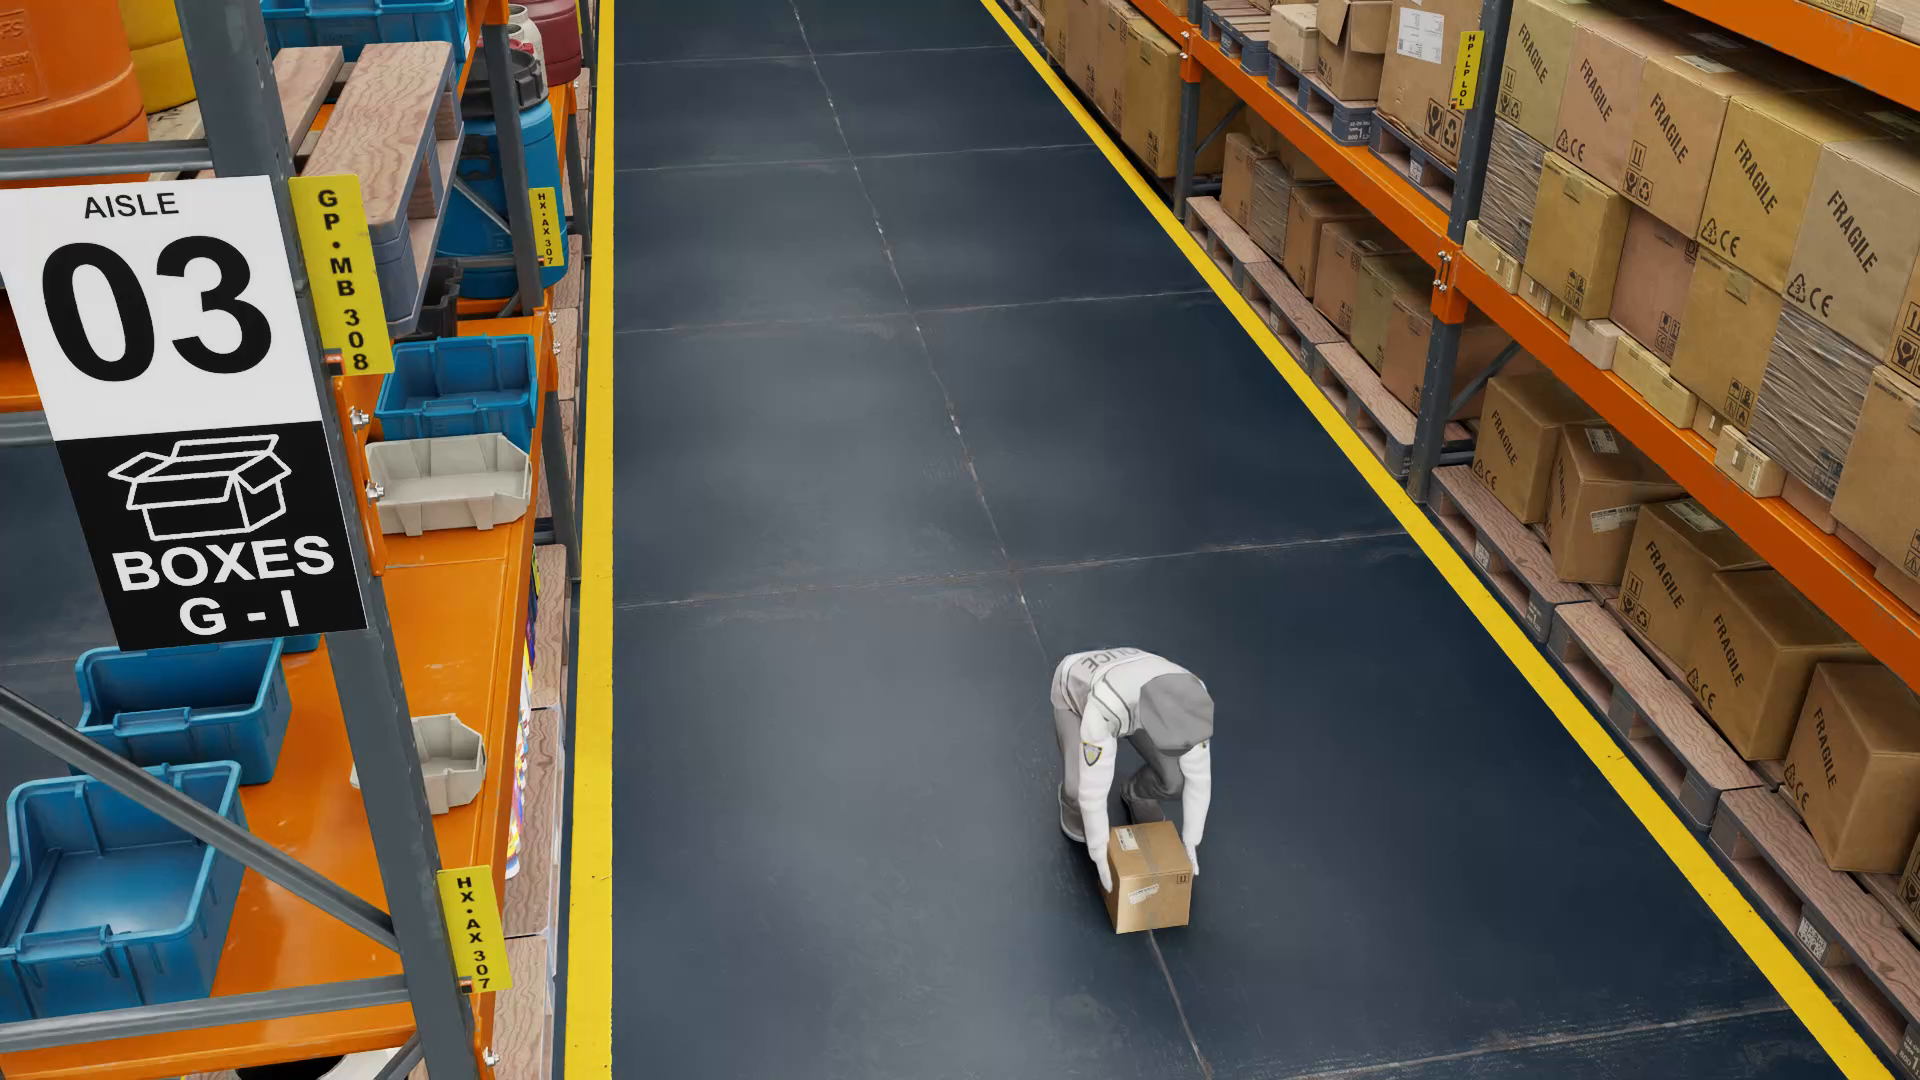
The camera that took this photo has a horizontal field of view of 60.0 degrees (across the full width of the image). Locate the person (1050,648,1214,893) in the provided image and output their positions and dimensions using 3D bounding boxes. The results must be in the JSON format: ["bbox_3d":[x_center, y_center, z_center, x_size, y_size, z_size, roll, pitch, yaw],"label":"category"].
[{"bbox_3d":[0.587,0.695,5.724,0.486,0.899,0.856,-5,31,-9],"label":"person"}]
